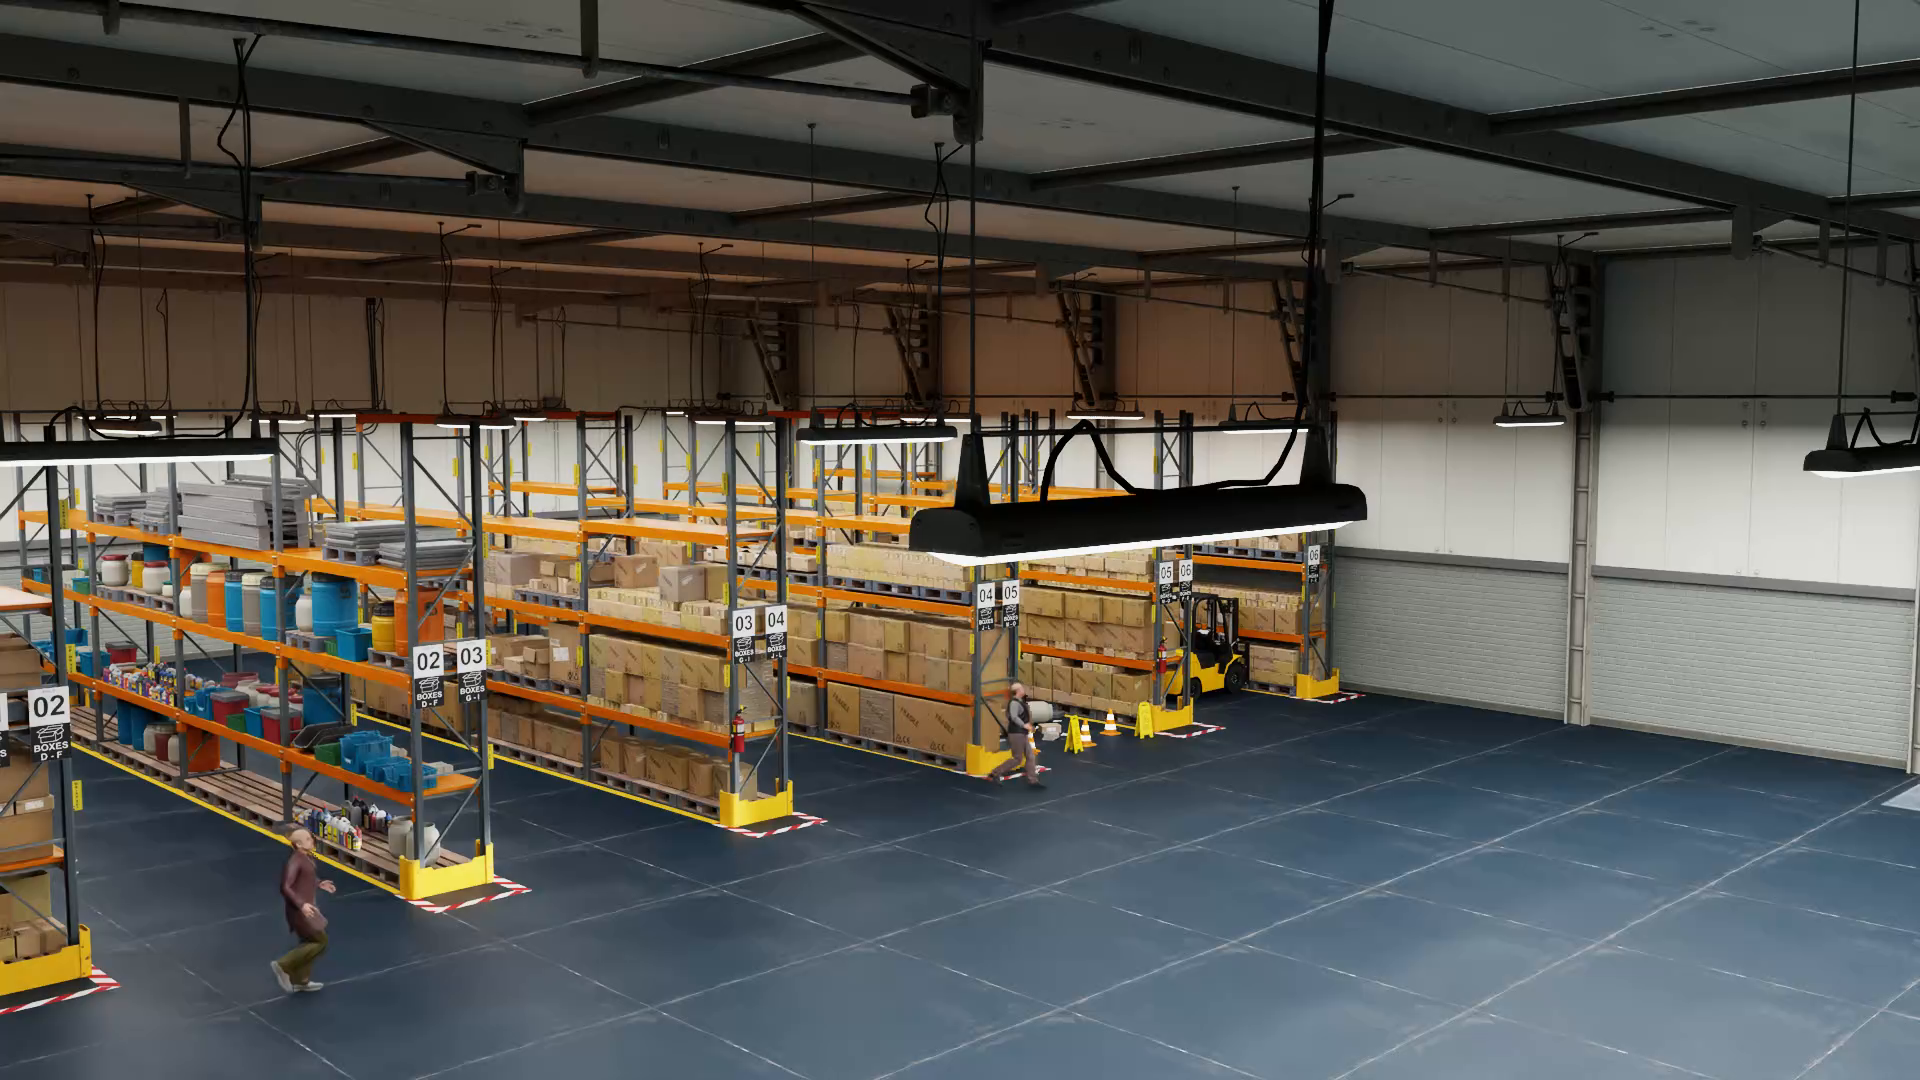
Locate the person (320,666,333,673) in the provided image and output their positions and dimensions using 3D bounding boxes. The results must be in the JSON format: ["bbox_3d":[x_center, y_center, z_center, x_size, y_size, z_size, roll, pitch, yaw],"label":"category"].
[{"bbox_3d":[-11.255,2.933,29.637,0.717,1.649,0.621,3,6,35],"label":"person"}]

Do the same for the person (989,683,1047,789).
[{"bbox_3d":[0.953,3.153,26.821,0.937,1.683,0.719,0,5,5],"label":"person"}]

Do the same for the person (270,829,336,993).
[{"bbox_3d":[-6.982,3.931,17.673,0.670,1.748,0.699,-2,5,-21],"label":"person"}]

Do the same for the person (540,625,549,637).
[{"bbox_3d":[-10.162,1.948,40.895,0.772,1.786,0.800,1,5,12],"label":"person"}]
